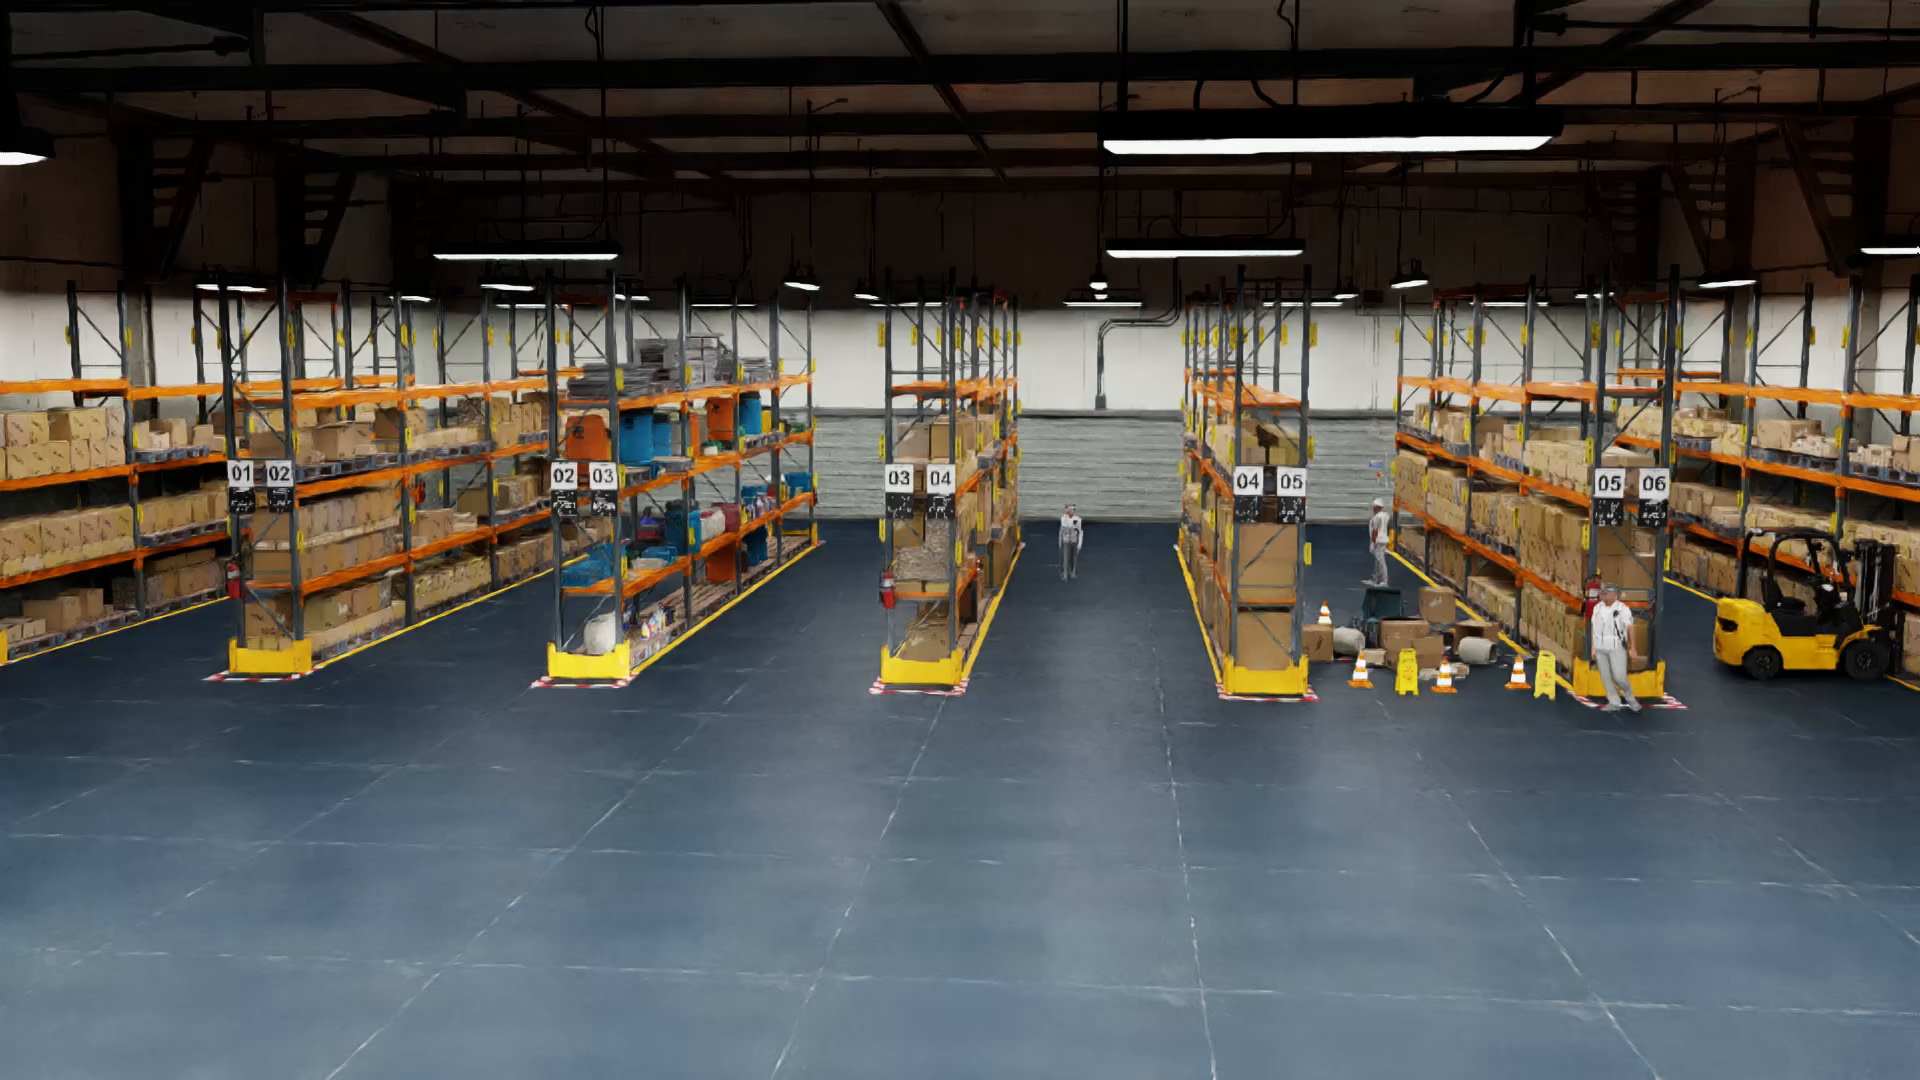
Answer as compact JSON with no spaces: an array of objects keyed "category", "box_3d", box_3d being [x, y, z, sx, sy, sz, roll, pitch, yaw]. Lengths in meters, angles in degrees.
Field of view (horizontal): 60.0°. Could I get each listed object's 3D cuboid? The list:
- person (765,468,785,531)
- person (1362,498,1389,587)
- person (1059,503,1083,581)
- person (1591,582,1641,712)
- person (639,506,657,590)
[{"category":"person","box_3d":[-4.778,-1.058,42.729,0.615,1.767,0.621,-4,8,-30]},{"category":"person","box_3d":[8.377,0.045,33.441,0.594,1.782,0.678,4,8,27]},{"category":"person","box_3d":[2.282,0.018,34.377,0.461,1.588,1.057,0,7,3]},{"category":"person","box_3d":[8.786,1.433,22.259,0.506,1.746,0.682,-6,9,-40]},{"category":"person","box_3d":[-6.245,0.150,33.146,0.464,1.662,0.498,5,8,35]}]
